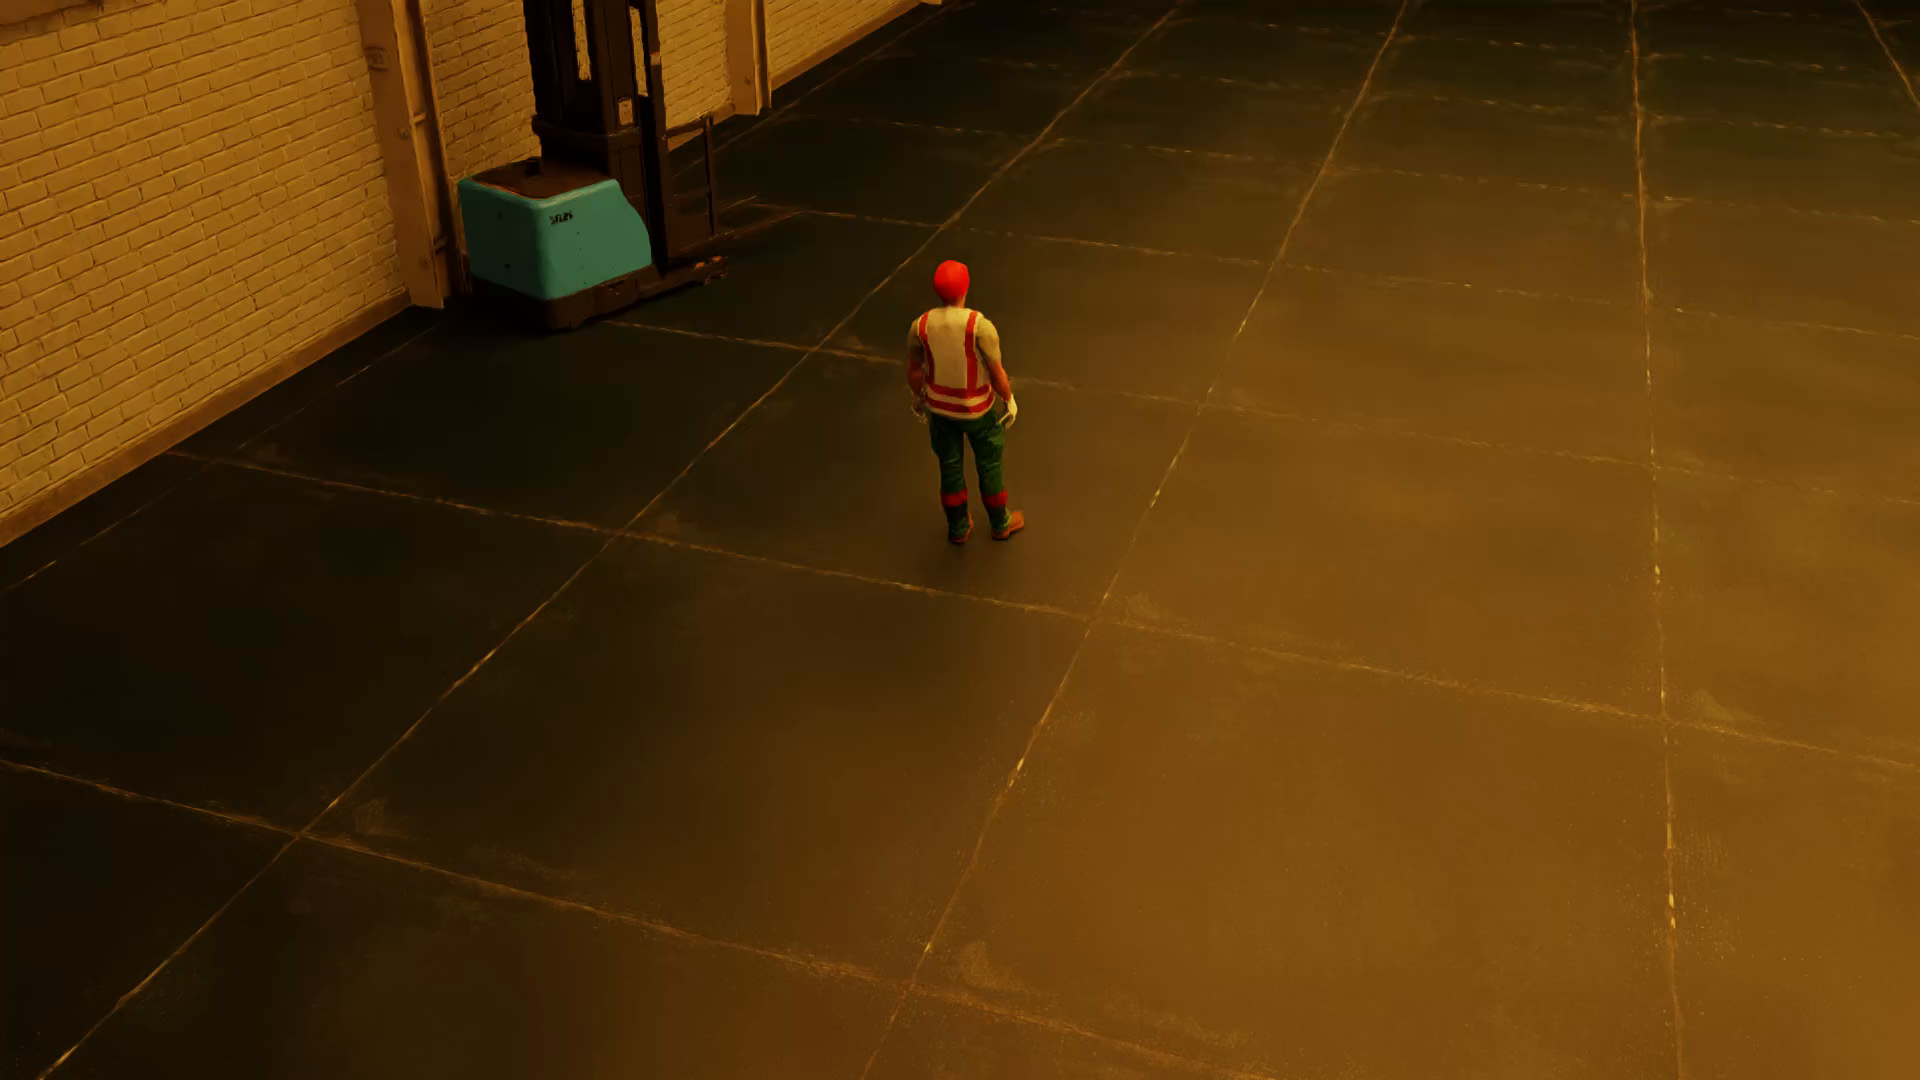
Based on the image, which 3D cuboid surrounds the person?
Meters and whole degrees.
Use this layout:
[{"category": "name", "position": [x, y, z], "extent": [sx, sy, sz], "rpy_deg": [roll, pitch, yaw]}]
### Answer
[{"category": "person", "position": [0.036, -0.819, 9.712], "extent": [0.637, 1.787, 0.563], "rpy_deg": [10, 31, 16]}]

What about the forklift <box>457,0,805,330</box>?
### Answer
[{"category": "forklift", "position": [-2.585, -3.553, 13.369], "extent": [1.130, 2.935, 3.031], "rpy_deg": [22, 36, 33]}]
